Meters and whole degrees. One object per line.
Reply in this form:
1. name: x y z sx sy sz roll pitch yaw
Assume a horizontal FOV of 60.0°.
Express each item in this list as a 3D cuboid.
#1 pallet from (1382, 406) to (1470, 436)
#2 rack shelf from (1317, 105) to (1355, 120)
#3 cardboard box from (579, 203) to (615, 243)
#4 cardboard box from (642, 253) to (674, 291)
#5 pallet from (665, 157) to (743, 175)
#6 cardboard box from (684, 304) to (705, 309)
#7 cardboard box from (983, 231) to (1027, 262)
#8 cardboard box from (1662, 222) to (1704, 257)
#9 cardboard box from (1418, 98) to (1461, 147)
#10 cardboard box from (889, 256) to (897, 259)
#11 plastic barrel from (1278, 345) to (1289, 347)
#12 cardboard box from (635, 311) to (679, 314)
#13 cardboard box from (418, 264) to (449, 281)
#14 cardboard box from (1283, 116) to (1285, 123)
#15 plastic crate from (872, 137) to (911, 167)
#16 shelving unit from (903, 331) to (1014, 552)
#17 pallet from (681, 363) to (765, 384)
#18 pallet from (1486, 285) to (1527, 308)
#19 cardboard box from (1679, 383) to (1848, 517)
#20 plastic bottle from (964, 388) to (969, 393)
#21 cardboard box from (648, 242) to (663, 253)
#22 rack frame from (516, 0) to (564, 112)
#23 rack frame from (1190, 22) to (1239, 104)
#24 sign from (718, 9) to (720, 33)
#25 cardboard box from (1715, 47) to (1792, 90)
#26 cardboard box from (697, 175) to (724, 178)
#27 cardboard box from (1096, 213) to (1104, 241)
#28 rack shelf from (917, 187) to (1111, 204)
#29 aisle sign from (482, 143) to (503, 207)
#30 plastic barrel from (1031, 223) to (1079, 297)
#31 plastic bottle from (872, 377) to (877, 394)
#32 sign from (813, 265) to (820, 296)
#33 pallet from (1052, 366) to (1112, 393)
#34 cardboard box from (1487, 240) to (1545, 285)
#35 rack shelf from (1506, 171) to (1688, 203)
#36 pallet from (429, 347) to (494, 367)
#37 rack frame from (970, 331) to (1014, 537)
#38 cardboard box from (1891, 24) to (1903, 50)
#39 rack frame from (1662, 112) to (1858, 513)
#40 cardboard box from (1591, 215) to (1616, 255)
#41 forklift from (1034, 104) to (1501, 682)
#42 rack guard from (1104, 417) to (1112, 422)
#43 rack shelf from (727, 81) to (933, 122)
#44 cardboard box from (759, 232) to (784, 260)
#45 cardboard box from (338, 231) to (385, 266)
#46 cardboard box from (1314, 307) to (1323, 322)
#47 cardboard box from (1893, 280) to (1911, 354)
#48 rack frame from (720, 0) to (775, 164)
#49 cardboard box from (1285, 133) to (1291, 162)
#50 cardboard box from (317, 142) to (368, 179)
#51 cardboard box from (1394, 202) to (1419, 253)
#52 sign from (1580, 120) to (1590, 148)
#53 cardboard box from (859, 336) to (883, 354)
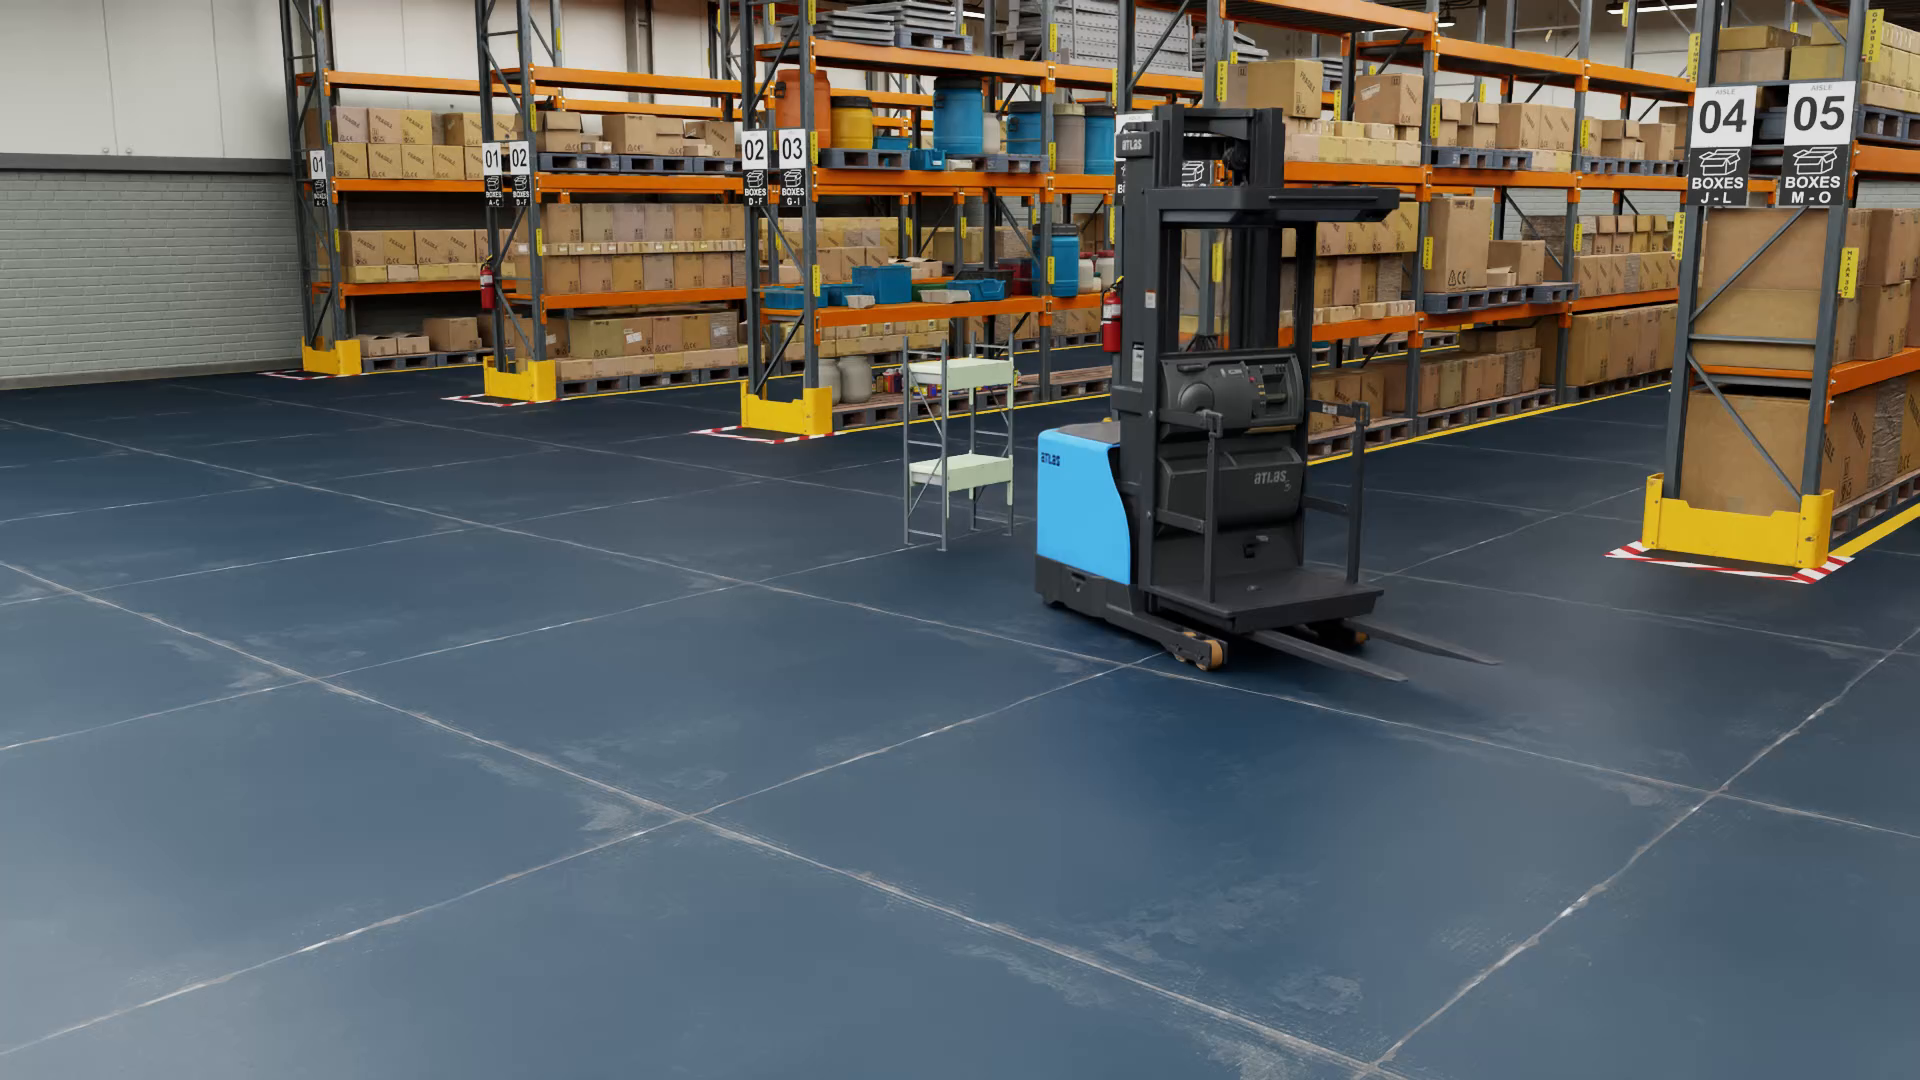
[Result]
1. pallet: 4.948 -1.367 18.518 1.003 0.211 1.213 10 15 40
2. rack shelf: 7.316 -7.125 27.765 1.077 0.370 4.000 10 15 40
3. cardboard box: -4.948 -4.151 21.768 0.700 0.500 0.500 9 15 39
4. cardboard box: -4.307 -3.657 22.607 0.700 0.500 0.500 10 15 42
5. pallet: -3.547 -5.200 23.155 1.003 0.211 1.213 10 15 40
6. cardboard box: -4.950 -3.946 29.569 0.700 0.500 0.500 10 15 40
7. cardboard box: 0.715 -4.962 28.068 0.500 0.500 0.700 -9 14 -37
8. cardboard box: 10.224 -4.274 23.663 0.500 0.500 0.500 10 15 40
9. cardboard box: 4.820 -4.404 17.607 0.797 0.503 0.637 9 14 38
10. cardboard box: -1.457 -5.519 32.773 0.380 0.149 0.250 10 15 41
11. plastic barrel: 5.156 -3.432 26.023 0.600 0.901 0.708 10 15 40
12. cardboard box: -4.205 -2.952 23.365 0.500 0.500 0.500 10 15 40
13. cardboard box: -8.134 -4.072 25.273 0.500 0.250 0.500 9 15 39
14. cardboard box: 2.701 -3.745 15.007 0.380 0.149 0.250 11 15 43
15. plastic crate: -0.893 -4.454 19.237 0.392 0.384 0.575 10 15 40
16. shelving unit: -0.004 -0.734 12.059 0.431 1.500 0.755 10 15 40
17. pallet: -3.560 -2.422 23.800 1.003 0.211 1.213 10 15 40
18. pallet: 5.799 -2.818 19.151 1.003 0.211 1.213 10 15 40
19. cardboard box: 5.852 -0.648 12.148 0.875 0.875 0.875 10 15 41
20. plastic bottle: 0.056 -1.909 19.943 0.152 0.276 0.135 10 15 41
21. cardboard box: -4.208 -3.936 22.347 0.380 0.149 0.250 10 15 41
22. rack frame: -6.727 -7.483 26.702 1.000 3.000 0.127 10 15 40
23. rack frame: 4.917 -8.609 32.338 1.000 3.000 0.127 10 15 40
24. sign: -3.419 -7.408 23.741 0.100 0.325 0.005 10 15 40
25. cardboard box: 5.567 -3.282 11.621 0.500 0.250 0.500 10 15 41
26. cardboard box: -4.359 -6.426 29.244 0.500 0.311 0.500 10 15 40
27. cardboard box: 2.799 -5.651 30.036 0.500 0.500 0.500 10 15 42
28. rack shelf: 0.957 -5.902 28.282 1.077 0.370 4.000 10 15 40
29. aisle sign: -5.908 -4.616 21.026 0.394 0.787 0.004 10 15 40
30. plastic barrel: 1.197 -3.524 20.916 0.600 0.901 0.708 10 15 40
31. plastic bottle: -1.043 -1.842 19.798 0.097 0.201 0.097 0 11 0
32. sign: -1.516 -2.736 17.544 0.100 0.325 0.005 10 15 40
33. pallet: 2.009 -2.194 22.656 1.003 0.211 1.213 10 15 40
34. cardboard box: 6.456 -3.284 19.666 0.500 0.500 0.700 -9 15 -39
35. rack shelf: 8.396 -4.621 21.867 1.077 0.370 4.000 10 15 40
36. pallet: -7.949 -2.890 26.142 1.003 0.211 1.213 10 15 40
37. rack frame: 0.237 -0.788 12.329 0.400 1.500 0.023 10 15 40
38. cardboard box: 6.248 -3.451 11.453 0.380 0.149 0.250 10 15 40
39. rack frame: 5.454 -1.375 11.439 1.000 3.000 0.127 10 15 40
40. cardboard box: 8.002 -3.950 21.515 0.797 0.503 0.637 10 15 42
41. forklift: 1.612 -0.850 8.982 1.130 2.935 3.031 -6 13 -28
42. rack guard: 1.845 -0.817 15.025 1.175 0.500 0.348 10 15 40
43. rack shelf: -1.684 -6.589 25.081 1.077 0.370 4.000 10 15 40
44. cardboard box: -3.574 -5.373 30.387 0.500 0.500 0.500 10 15 42
45. cardboard box: -8.827 -4.288 24.439 0.500 0.500 0.500 10 15 40
46. cardboard box: 3.290 -2.181 16.116 0.380 0.149 0.250 10 15 40
47. cardboard box: 6.794 -1.743 12.894 0.875 0.550 0.500 10 15 40
48. rack frame: -3.004 -6.843 23.498 1.000 3.000 0.127 10 15 40
49. cardboard box: 2.643 -3.543 15.016 0.500 0.250 0.500 9 15 39
50. cardboard box: -8.959 -5.499 24.122 0.500 0.500 0.500 10 15 42
51. cardboard box: 4.345 -3.203 17.024 0.500 0.500 0.500 10 15 40
52. sign: 7.482 -4.862 19.920 0.100 0.325 0.005 10 15 40
53. cardboard box: -1.537 -3.013 25.584 0.500 0.250 0.500 10 15 41
